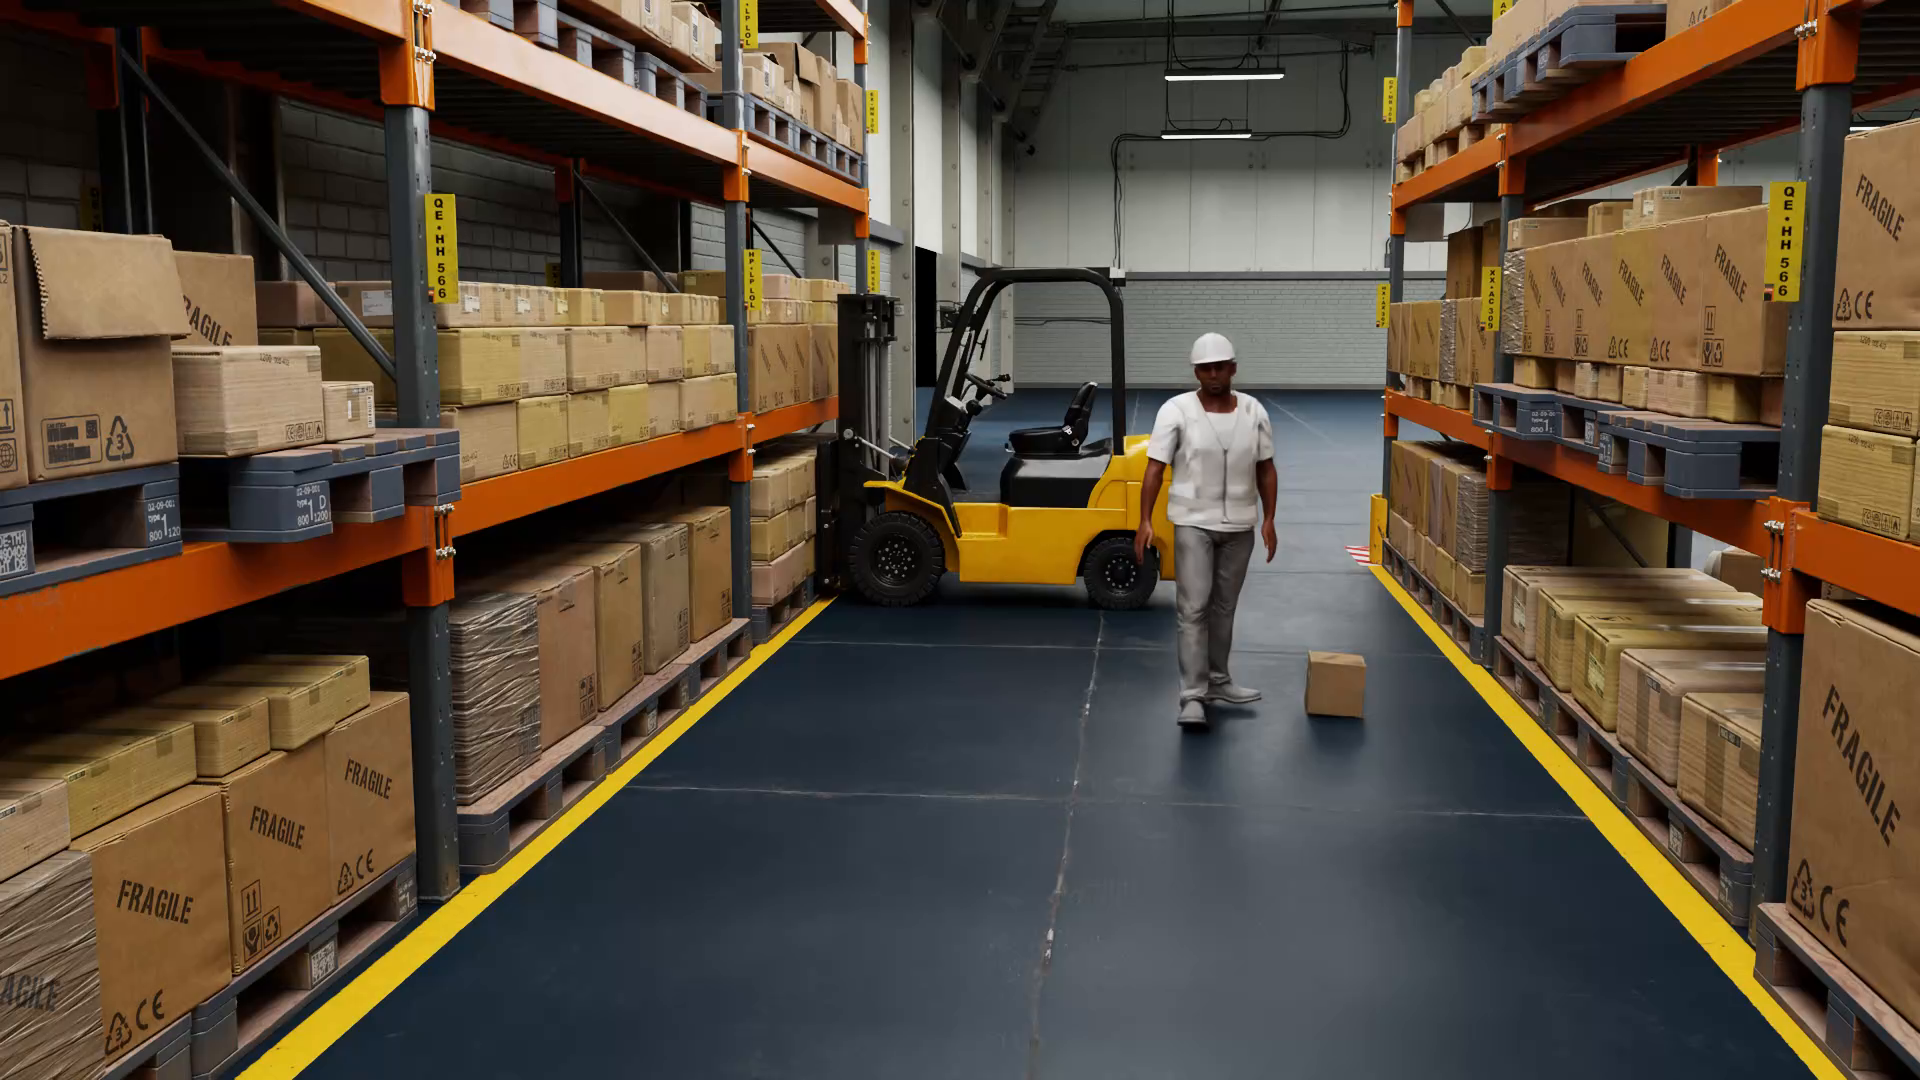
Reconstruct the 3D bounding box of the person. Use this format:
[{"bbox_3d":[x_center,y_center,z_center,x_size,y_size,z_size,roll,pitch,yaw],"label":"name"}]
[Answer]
[{"bbox_3d":[1.138,-0.056,7.584,0.682,1.767,0.635,-2,8,-14],"label":"person"}]
